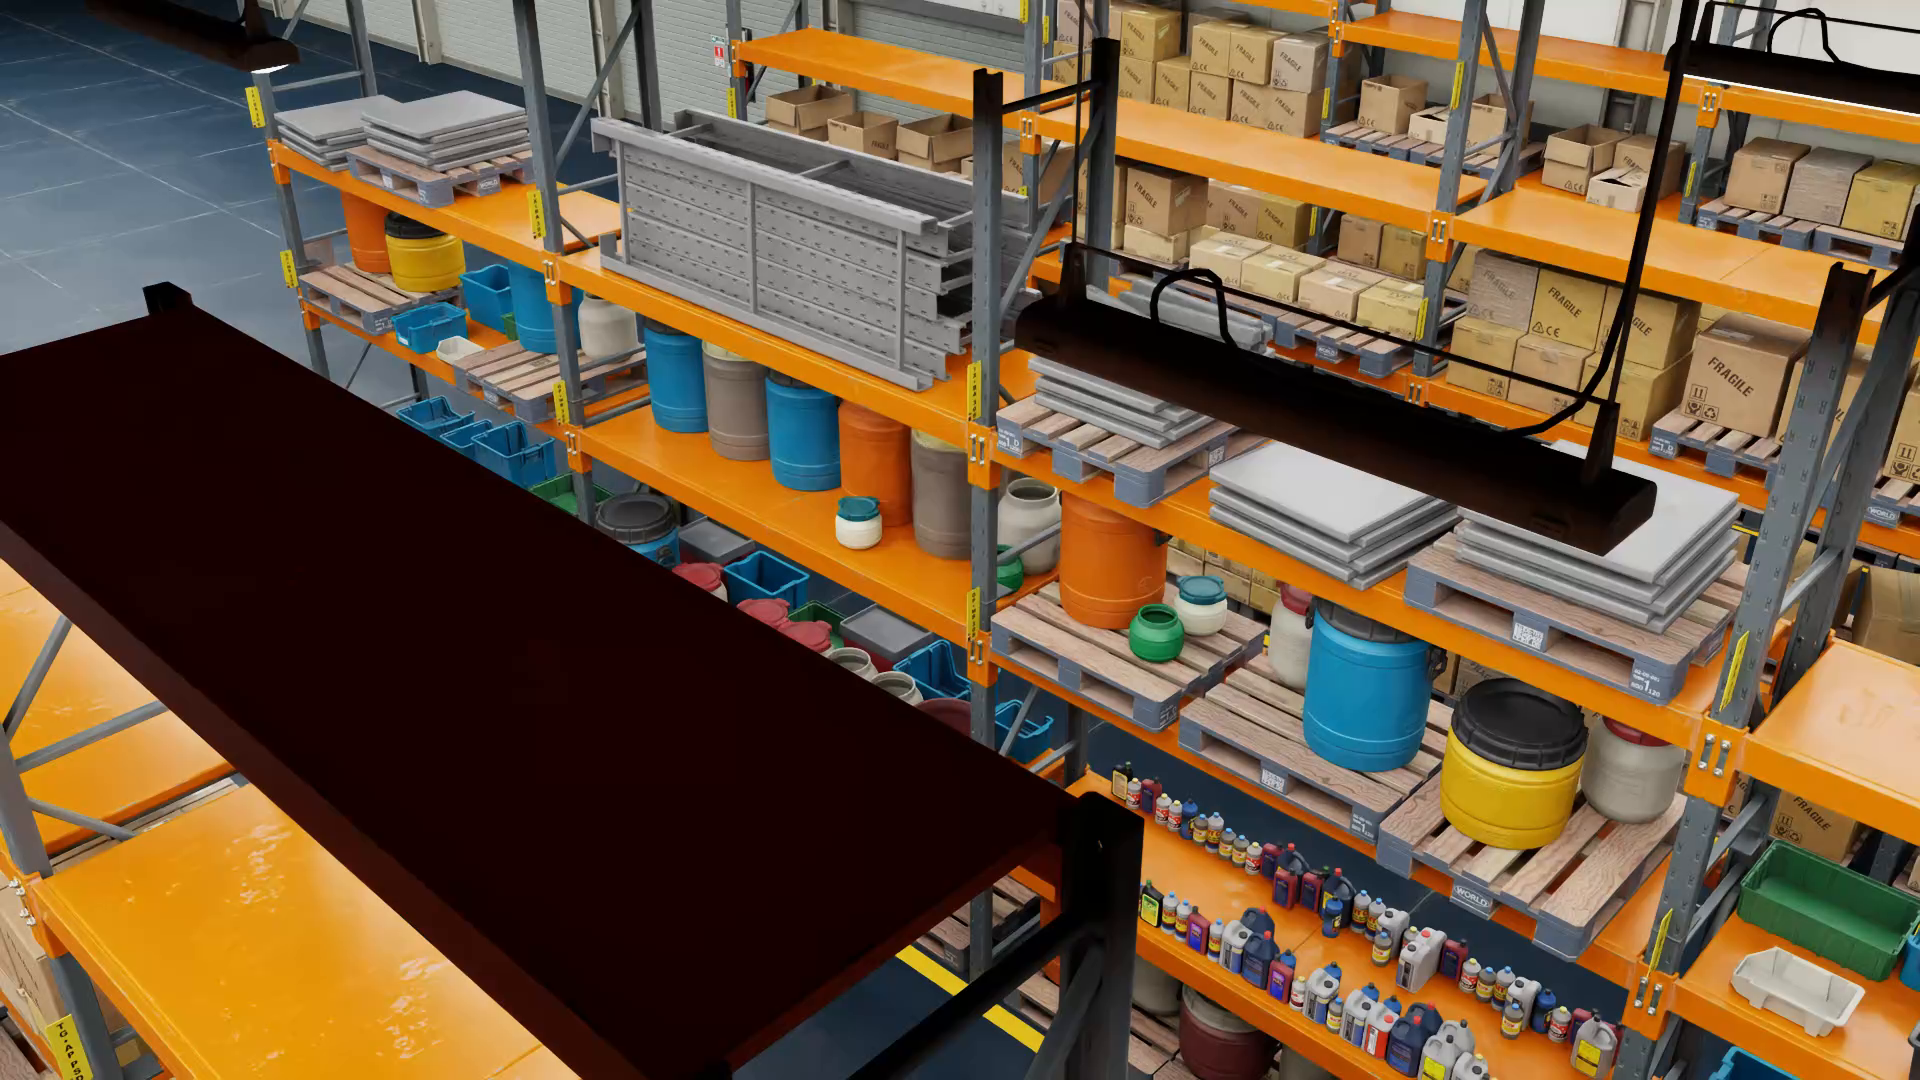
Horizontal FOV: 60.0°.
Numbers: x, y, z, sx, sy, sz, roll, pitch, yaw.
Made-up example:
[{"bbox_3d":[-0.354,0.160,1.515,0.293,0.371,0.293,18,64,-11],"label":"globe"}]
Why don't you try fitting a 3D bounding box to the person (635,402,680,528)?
[{"bbox_3d":[-2.841,-1.014,16.219,0.645,1.755,0.911,1,29,2],"label":"person"}]
